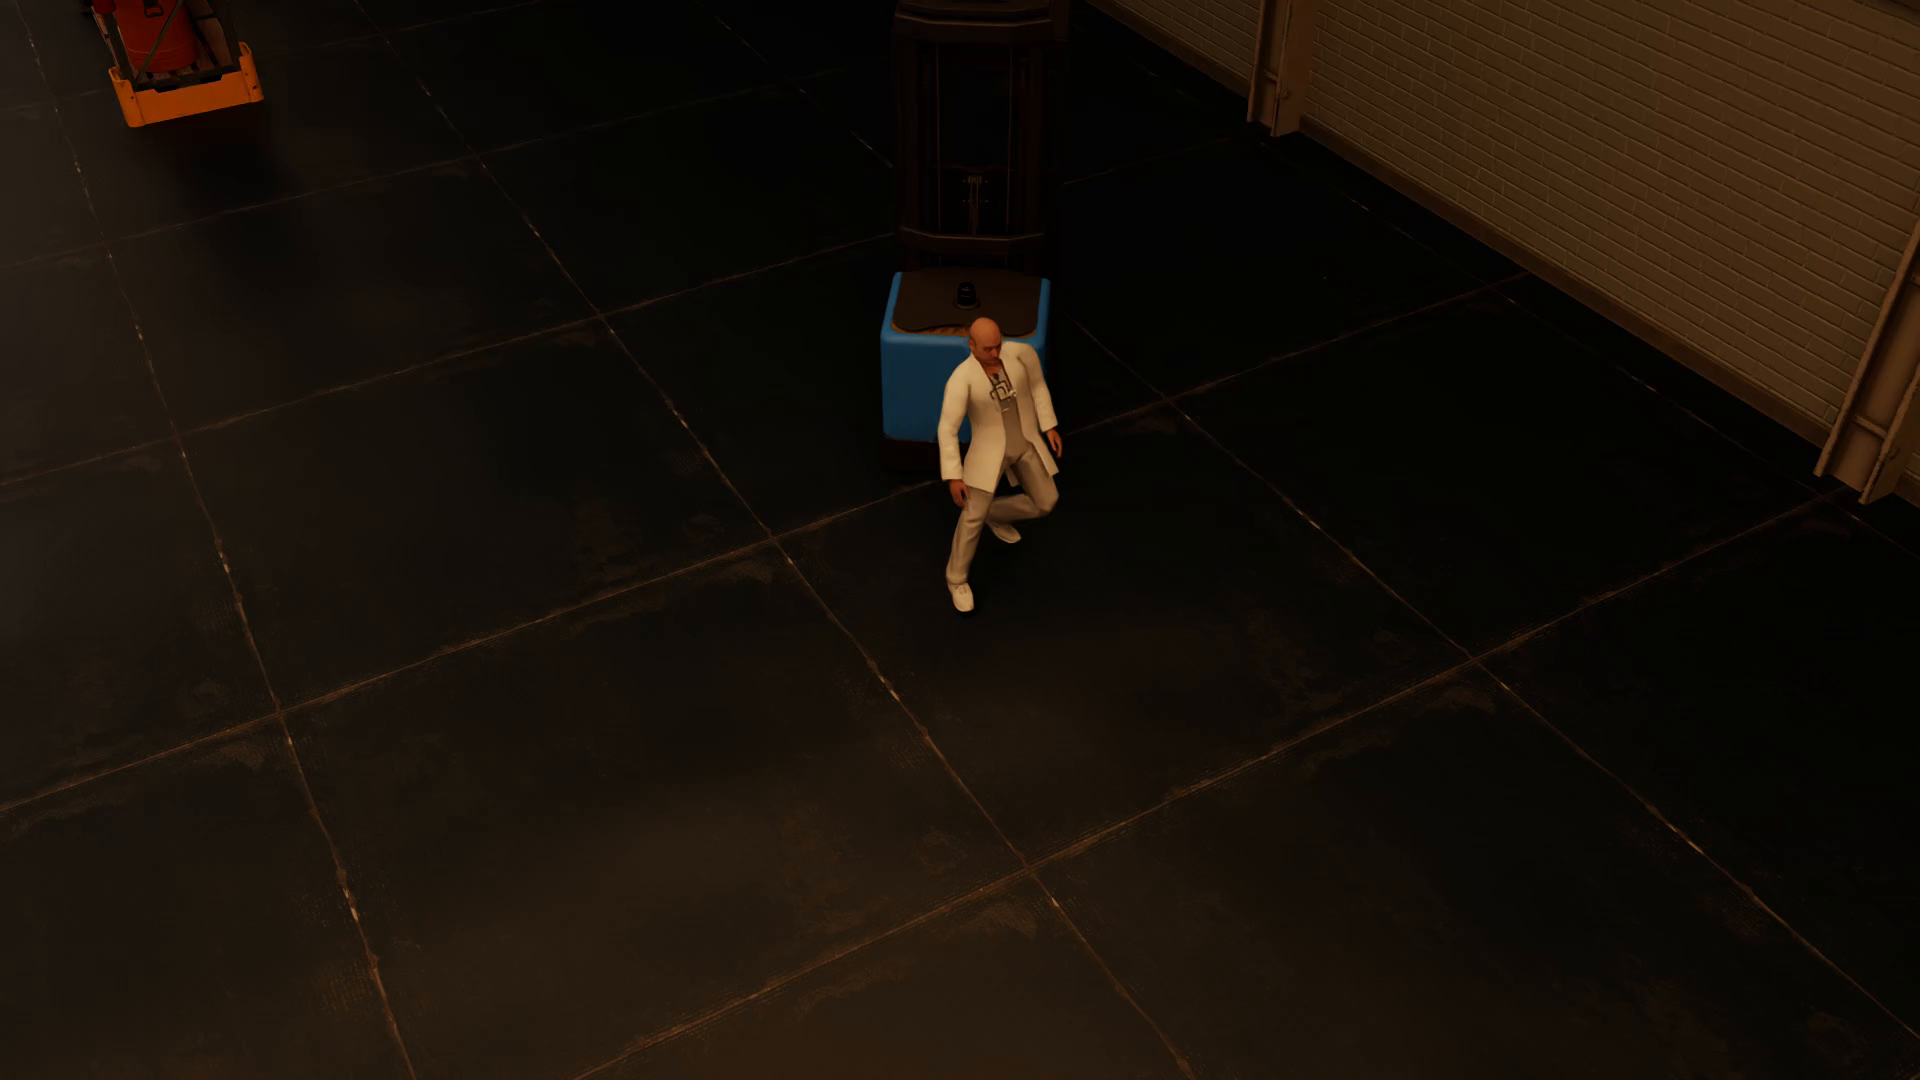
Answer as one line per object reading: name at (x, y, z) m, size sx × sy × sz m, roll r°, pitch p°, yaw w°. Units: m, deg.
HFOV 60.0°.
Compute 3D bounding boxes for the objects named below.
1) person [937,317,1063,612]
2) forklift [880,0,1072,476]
person at (0.233, -0.465, 9.594) m, size 0.790 × 1.661 × 0.708 m, roll -15°, pitch 42°, yaw -17°
forklift at (0.139, -2.467, 11.010) m, size 1.130 × 2.935 × 3.031 m, roll 3°, pitch 40°, yaw 4°
